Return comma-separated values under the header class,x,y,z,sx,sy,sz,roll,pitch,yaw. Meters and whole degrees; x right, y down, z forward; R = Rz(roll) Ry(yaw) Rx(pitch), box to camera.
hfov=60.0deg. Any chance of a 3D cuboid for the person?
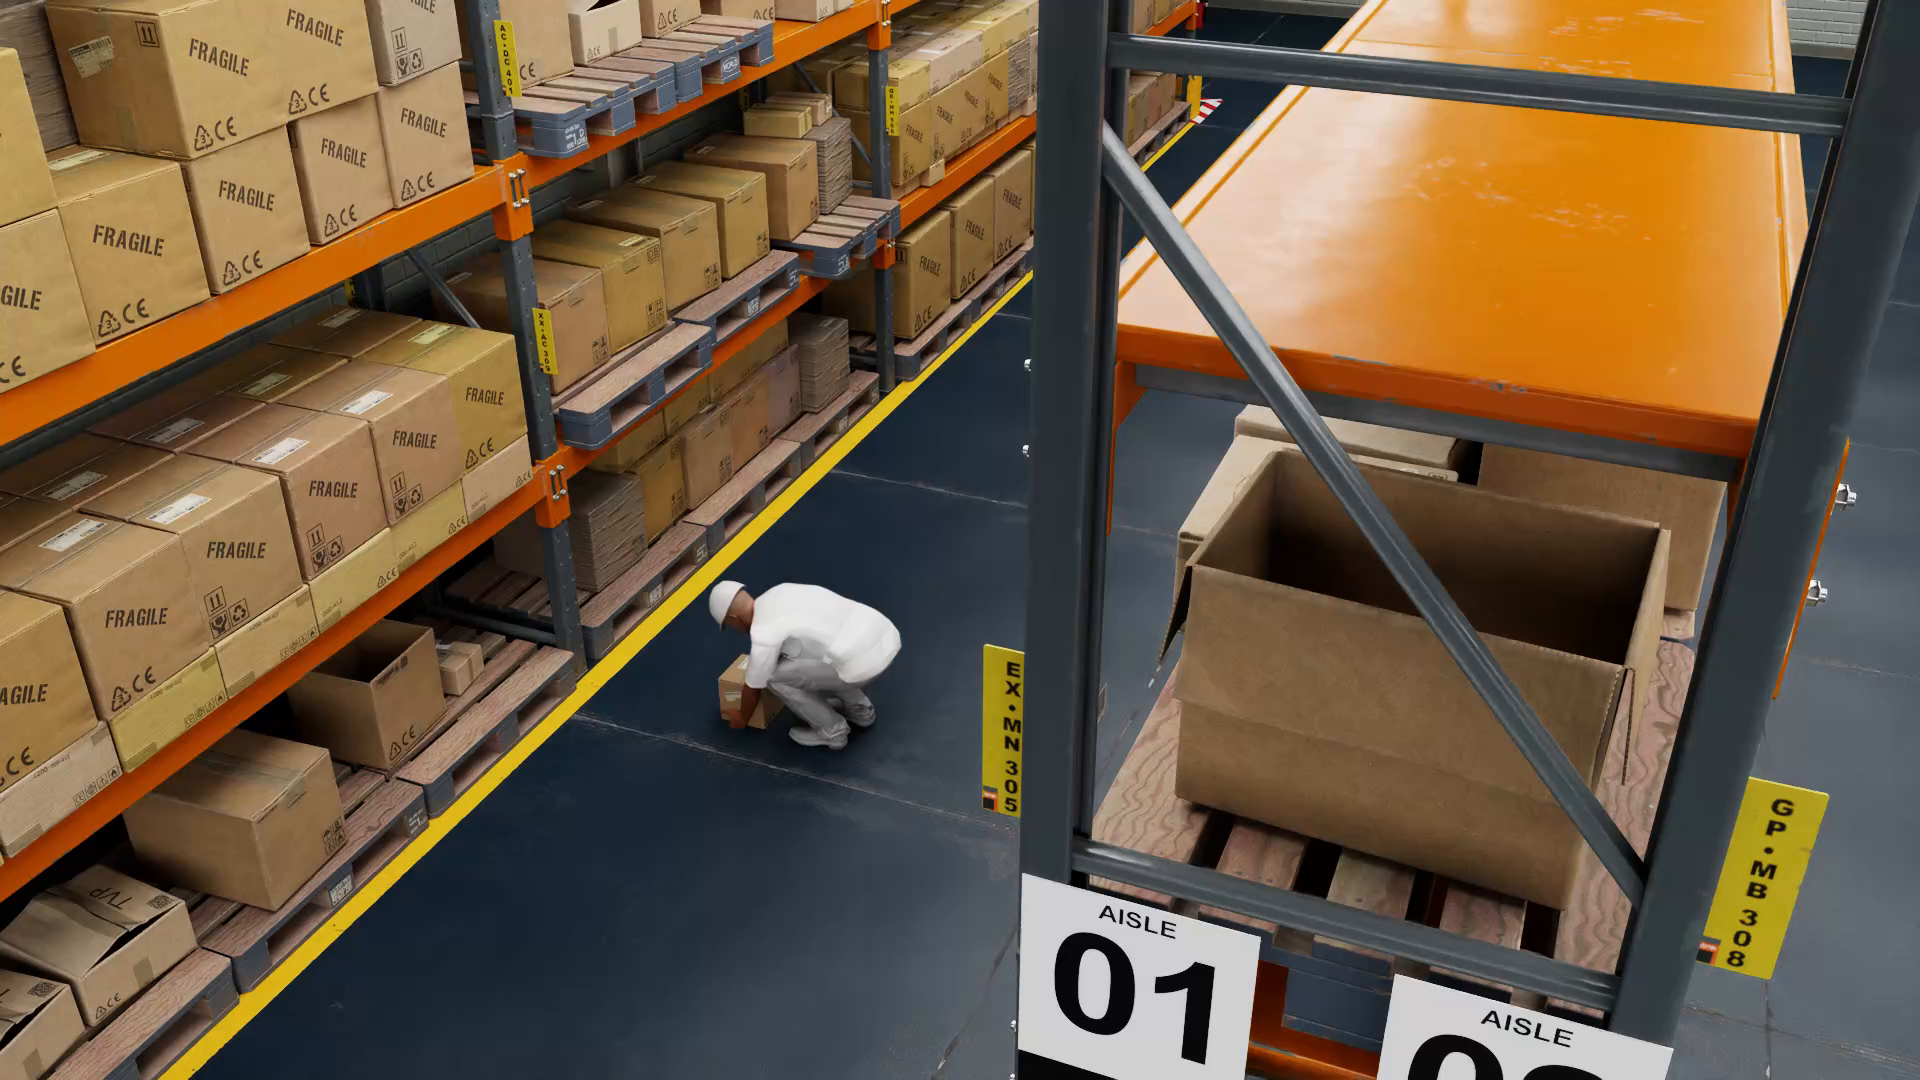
class,x,y,z,sx,sy,sz,roll,pitch,yaw
person,-0.787,0.620,8.295,0.963,0.804,0.528,11,31,18
